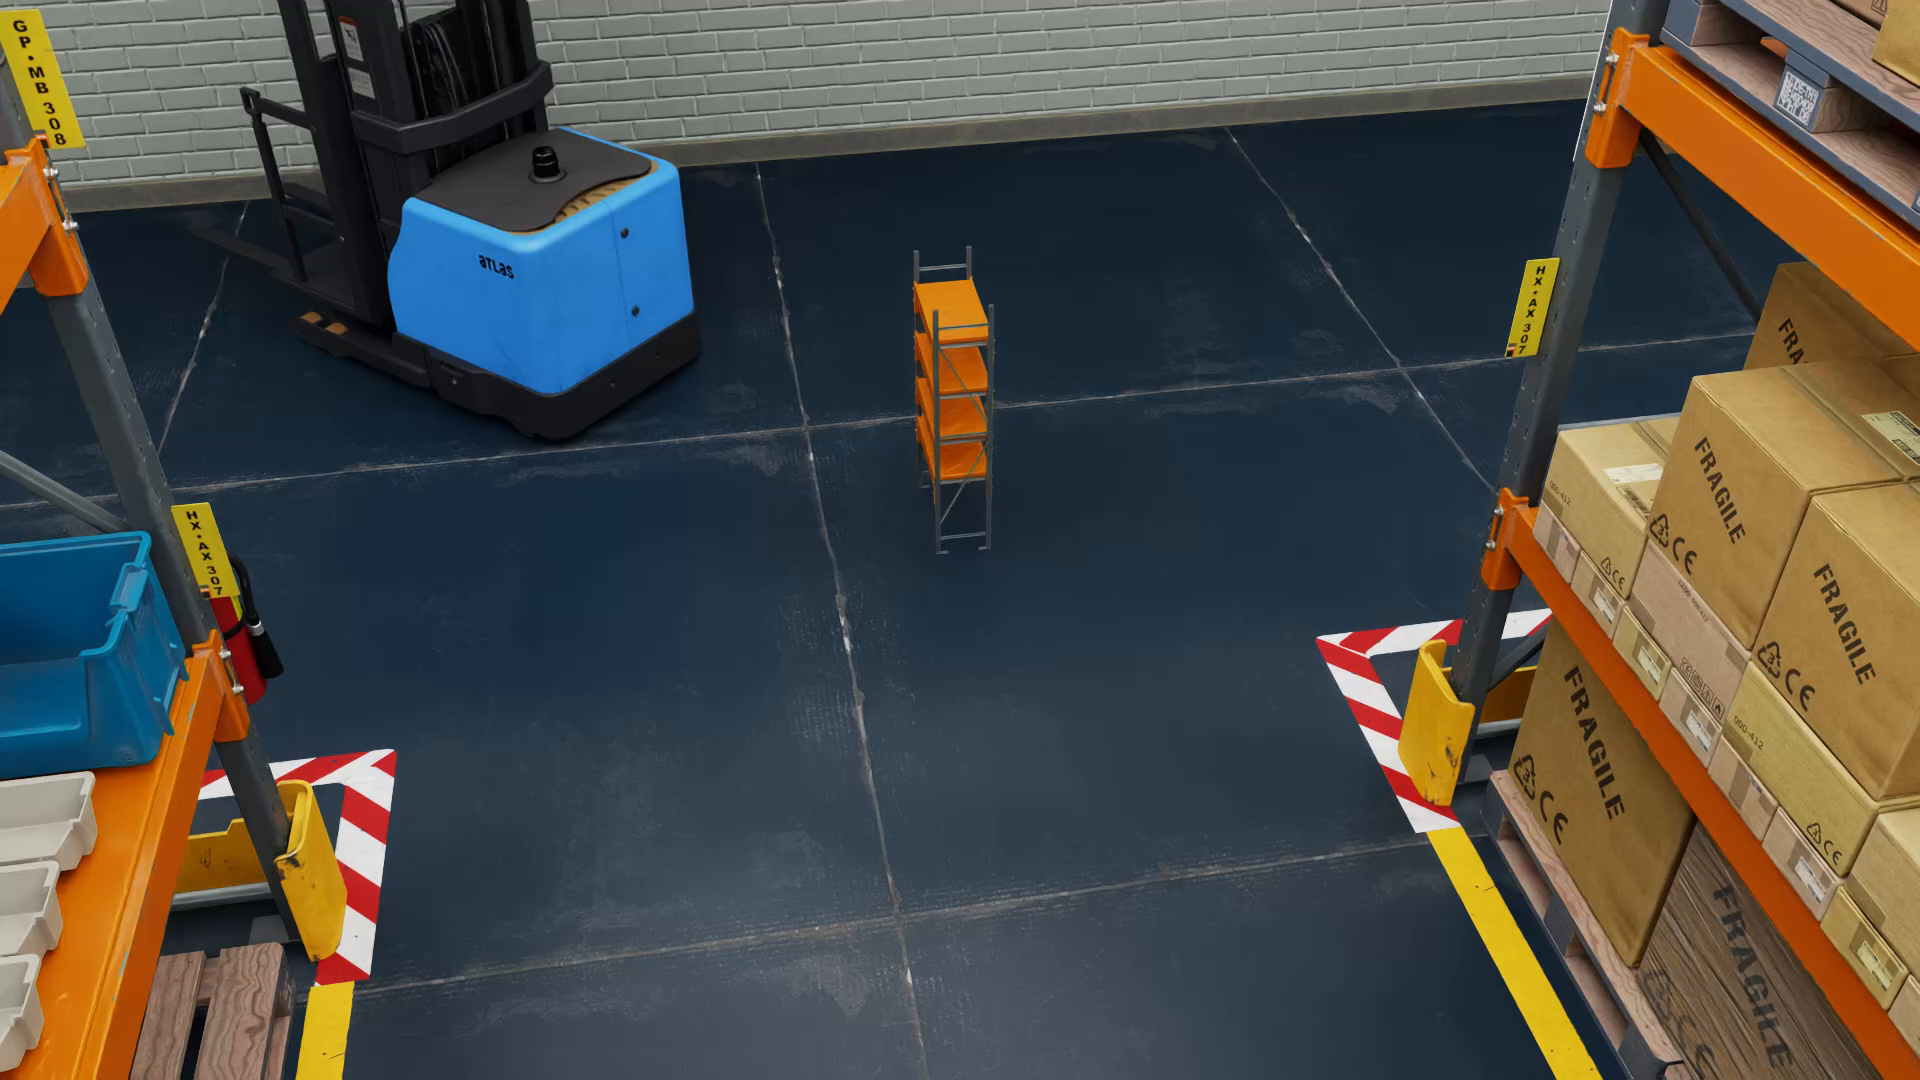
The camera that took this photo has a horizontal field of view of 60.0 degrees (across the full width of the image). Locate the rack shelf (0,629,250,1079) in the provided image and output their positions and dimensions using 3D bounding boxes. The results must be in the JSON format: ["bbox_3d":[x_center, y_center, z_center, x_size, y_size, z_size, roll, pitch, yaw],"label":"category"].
[{"bbox_3d":[-2.288,1.658,3.257,1.077,0.370,4.000,-6,38,-8],"label":"rack shelf"}]

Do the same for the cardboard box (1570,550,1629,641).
[{"bbox_3d":[2.022,0.137,4.833,0.380,0.149,0.250,-7,38,-9],"label":"cardboard box"}]

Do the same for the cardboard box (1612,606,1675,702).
[{"bbox_3d":[2.067,0.292,4.634,0.380,0.149,0.250,-7,38,-9],"label":"cardboard box"}]

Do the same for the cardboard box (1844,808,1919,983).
[{"bbox_3d":[2.335,0.826,3.622,0.500,0.250,0.500,-7,38,-9],"label":"cardboard box"}]

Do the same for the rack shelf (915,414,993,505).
[{"bbox_3d":[-0.029,-0.364,7.174,0.258,0.148,0.480,-6,38,-8],"label":"rack shelf"}]

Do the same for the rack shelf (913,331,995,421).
[{"bbox_3d":[-0.029,-0.697,6.915,0.258,0.148,0.480,-6,38,-8],"label":"rack shelf"}]

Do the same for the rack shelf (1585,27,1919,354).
[{"bbox_3d":[2.589,-0.059,3.023,1.077,0.370,4.000,-6,38,-8],"label":"rack shelf"}]

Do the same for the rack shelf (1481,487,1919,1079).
[{"bbox_3d":[2.589,1.125,3.943,1.077,0.370,4.000,-6,38,-8],"label":"rack shelf"}]

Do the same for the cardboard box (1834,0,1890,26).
[{"bbox_3d":[2.382,-1.488,3.770,0.700,0.500,0.500,-8,39,-11],"label":"cardboard box"}]

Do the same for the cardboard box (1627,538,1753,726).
[{"bbox_3d":[2.154,0.207,4.418,0.500,0.250,0.500,-7,38,-9],"label":"cardboard box"}]

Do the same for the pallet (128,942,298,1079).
[{"bbox_3d":[-2.532,1.769,4.801,1.003,0.211,1.213,-6,38,-8],"label":"pallet"}]

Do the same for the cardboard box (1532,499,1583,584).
[{"bbox_3d":[1.975,-0.018,5.033,0.380,0.149,0.250,-6,38,-7],"label":"cardboard box"}]

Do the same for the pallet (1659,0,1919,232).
[{"bbox_3d":[2.378,-1.070,3.809,1.003,0.211,1.213,-6,38,-8],"label":"pallet"}]

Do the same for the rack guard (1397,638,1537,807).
[{"bbox_3d":[2.234,0.606,6.063,1.175,0.500,0.348,-6,38,-8],"label":"rack guard"}]

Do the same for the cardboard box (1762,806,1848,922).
[{"bbox_3d":[2.203,0.759,4.033,0.380,0.149,0.250,-7,38,-8],"label":"cardboard box"}]

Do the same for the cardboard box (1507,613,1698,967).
[{"bbox_3d":[2.429,0.684,5.314,0.875,0.875,0.875,-6,38,-8],"label":"cardboard box"}]

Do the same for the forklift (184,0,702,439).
[{"bbox_3d":[-2.804,-2.334,7.865,3.031,2.935,1.130,23,43,26],"label":"forklift"}]

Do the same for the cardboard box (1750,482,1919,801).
[{"bbox_3d":[2.241,0.212,3.801,0.500,0.500,0.500,-7,38,-9],"label":"cardboard box"}]

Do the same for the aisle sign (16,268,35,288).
[{"bbox_3d":[-2.362,-0.936,3.891,0.394,0.787,0.004,-6,38,-8],"label":"aisle sign"}]

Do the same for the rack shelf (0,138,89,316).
[{"bbox_3d":[-2.288,0.473,2.337,1.077,0.370,4.000,-6,38,-8],"label":"rack shelf"}]

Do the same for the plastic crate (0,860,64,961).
[{"bbox_3d":[-2.280,0.896,3.818,0.396,0.136,0.243,-6,38,-8],"label":"plastic crate"}]

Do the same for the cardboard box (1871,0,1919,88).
[{"bbox_3d":[2.362,-1.135,3.316,0.700,0.500,0.500,-8,38,-10],"label":"cardboard box"}]

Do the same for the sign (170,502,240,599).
[{"bbox_3d":[-2.100,0.032,4.630,0.100,0.325,0.005,-6,38,-8],"label":"sign"}]

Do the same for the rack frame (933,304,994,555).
[{"bbox_3d":[0.014,-0.426,6.821,0.240,1.200,0.015,-6,38,-8],"label":"rack frame"}]

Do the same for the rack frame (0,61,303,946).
[{"bbox_3d":[-2.638,0.166,4.592,1.000,3.000,0.127,-6,38,-8],"label":"rack frame"}]

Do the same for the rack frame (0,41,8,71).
[{"bbox_3d":[-2.638,-2.203,2.751,1.000,3.000,0.127,-6,38,-8],"label":"rack frame"}]

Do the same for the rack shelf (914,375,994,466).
[{"bbox_3d":[-0.029,-0.521,7.052,0.258,0.148,0.480,-6,38,-8],"label":"rack shelf"}]

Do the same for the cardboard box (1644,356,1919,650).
[{"bbox_3d":[2.144,-0.100,4.203,0.500,0.500,0.500,-7,38,-9],"label":"cardboard box"}]

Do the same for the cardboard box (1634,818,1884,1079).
[{"bbox_3d":[2.589,1.234,4.606,0.875,0.875,0.875,-6,38,-8],"label":"cardboard box"}]

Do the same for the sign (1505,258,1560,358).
[{"bbox_3d":[1.691,-0.684,4.915,0.100,0.325,0.005,-6,38,-8],"label":"sign"}]

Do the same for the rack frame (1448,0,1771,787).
[{"bbox_3d":[2.238,-0.367,5.277,1.000,3.000,0.127,-6,38,-8],"label":"rack frame"}]

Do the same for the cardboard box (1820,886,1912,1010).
[{"bbox_3d":[2.246,0.911,3.837,0.380,0.149,0.250,-7,38,-9],"label":"cardboard box"}]

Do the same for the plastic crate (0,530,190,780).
[{"bbox_3d":[-2.396,0.310,4.328,0.616,0.435,0.499,-6,38,-8],"label":"plastic crate"}]

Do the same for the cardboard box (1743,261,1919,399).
[{"bbox_3d":[2.582,-0.455,4.660,0.500,0.500,0.500,-6,38,-7],"label":"cardboard box"}]

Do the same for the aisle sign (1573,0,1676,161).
[{"bbox_3d":[1.930,-1.405,4.494,0.394,0.787,0.004,-6,38,-8],"label":"aisle sign"}]

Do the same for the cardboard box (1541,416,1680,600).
[{"bbox_3d":[2.056,-0.106,4.822,0.500,0.250,0.500,-7,38,-9],"label":"cardboard box"}]

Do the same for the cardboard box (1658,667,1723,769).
[{"bbox_3d":[2.114,0.449,4.432,0.380,0.149,0.250,-7,38,-9],"label":"cardboard box"}]

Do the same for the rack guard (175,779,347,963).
[{"bbox_3d":[-2.655,1.140,5.375,1.175,0.500,0.348,-6,38,-8],"label":"rack guard"}]

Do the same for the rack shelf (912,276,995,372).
[{"bbox_3d":[-0.029,-0.884,6.770,0.258,0.148,0.480,-6,38,-8],"label":"rack shelf"}]

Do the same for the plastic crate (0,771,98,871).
[{"bbox_3d":[-2.317,0.719,4.045,0.396,0.136,0.243,-6,38,-8],"label":"plastic crate"}]

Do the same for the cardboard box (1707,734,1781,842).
[{"bbox_3d":[2.157,0.603,4.234,0.380,0.149,0.250,-7,38,-9],"label":"cardboard box"}]

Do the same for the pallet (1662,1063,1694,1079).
[{"bbox_3d":[2.666,1.944,4.576,1.003,0.211,1.213,-6,38,-8],"label":"pallet"}]

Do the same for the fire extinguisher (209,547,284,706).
[{"bbox_3d":[-2.217,0.204,4.910,0.296,0.674,0.183,-6,38,-8],"label":"fire extinguisher"}]

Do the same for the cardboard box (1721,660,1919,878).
[{"bbox_3d":[2.239,0.511,4.027,0.500,0.250,0.500,-7,38,-9],"label":"cardboard box"}]

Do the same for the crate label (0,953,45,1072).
[{"bbox_3d":[-2.208,1.061,3.605,0.396,0.136,0.243,-6,38,-8],"label":"crate label"}]

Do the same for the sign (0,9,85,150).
[{"bbox_3d":[-2.100,-1.046,3.792,0.100,0.325,0.005,-6,38,-8],"label":"sign"}]

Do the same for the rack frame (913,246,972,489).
[{"bbox_3d":[-0.072,-0.721,7.200,0.240,1.200,0.015,-6,38,-8],"label":"rack frame"}]

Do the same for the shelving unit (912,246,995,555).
[{"bbox_3d":[-0.029,-0.574,7.011,0.258,1.200,0.503,-6,38,-8],"label":"shelving unit"}]

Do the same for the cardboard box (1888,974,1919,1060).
[{"bbox_3d":[2.294,1.069,3.633,0.380,0.149,0.250,-6,38,-7],"label":"cardboard box"}]

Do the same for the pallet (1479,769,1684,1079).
[{"bbox_3d":[2.455,1.209,5.522,1.003,0.211,1.213,-6,38,-8],"label":"pallet"}]
